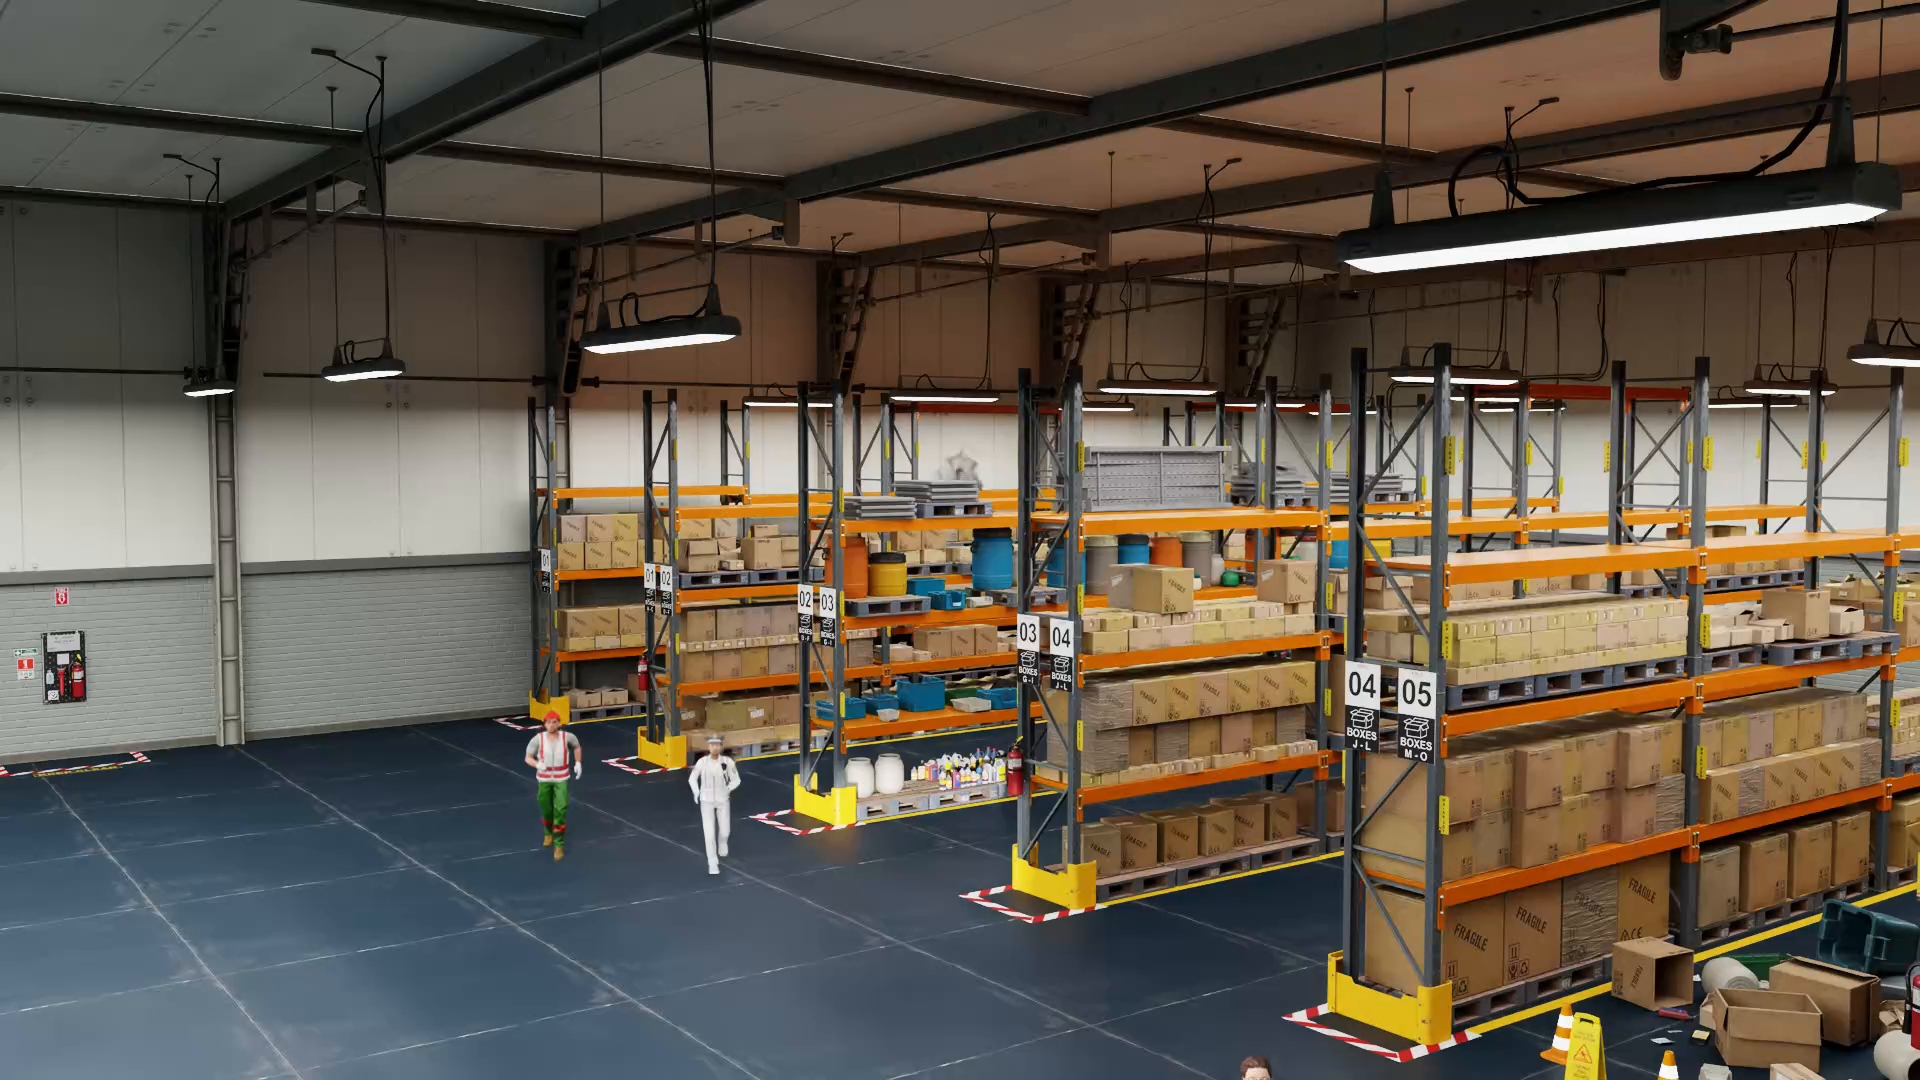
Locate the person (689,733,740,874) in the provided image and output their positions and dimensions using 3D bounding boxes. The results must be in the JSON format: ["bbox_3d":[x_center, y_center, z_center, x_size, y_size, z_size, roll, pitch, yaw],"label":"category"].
[{"bbox_3d":[-2.968,3.147,20.075,0.613,1.654,0.699,0,3,-7],"label":"person"}]

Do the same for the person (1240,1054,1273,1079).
[{"bbox_3d":[1.717,3.774,9.699,0.554,1.637,0.801,0,3,3],"label":"person"}]

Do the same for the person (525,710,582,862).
[{"bbox_3d":[-5.088,3.034,20.821,0.684,1.828,0.854,-1,3,-12],"label":"person"}]
